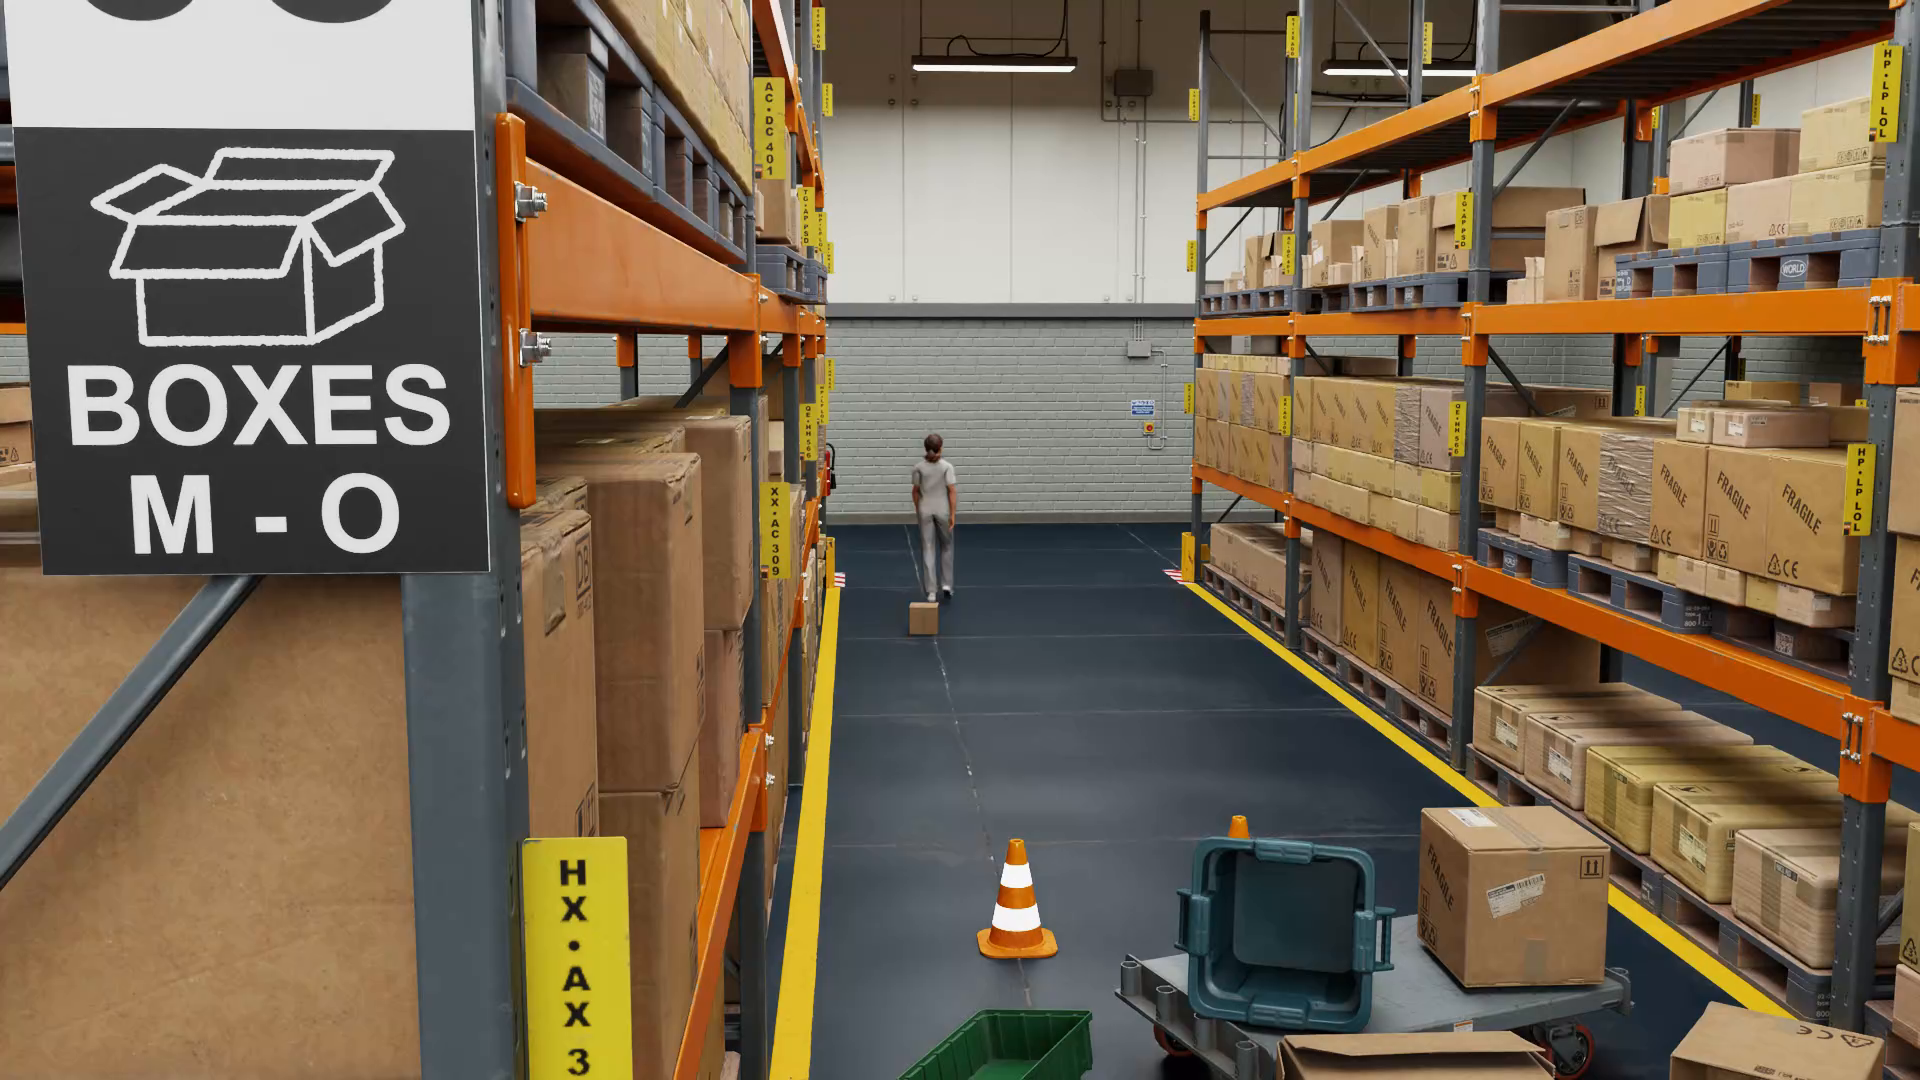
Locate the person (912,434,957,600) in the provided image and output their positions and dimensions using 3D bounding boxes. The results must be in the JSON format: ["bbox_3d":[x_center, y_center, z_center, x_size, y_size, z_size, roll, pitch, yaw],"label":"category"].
[{"bbox_3d":[-0.252,-0.233,16.662,0.457,1.672,0.848,0,7,3],"label":"person"}]
